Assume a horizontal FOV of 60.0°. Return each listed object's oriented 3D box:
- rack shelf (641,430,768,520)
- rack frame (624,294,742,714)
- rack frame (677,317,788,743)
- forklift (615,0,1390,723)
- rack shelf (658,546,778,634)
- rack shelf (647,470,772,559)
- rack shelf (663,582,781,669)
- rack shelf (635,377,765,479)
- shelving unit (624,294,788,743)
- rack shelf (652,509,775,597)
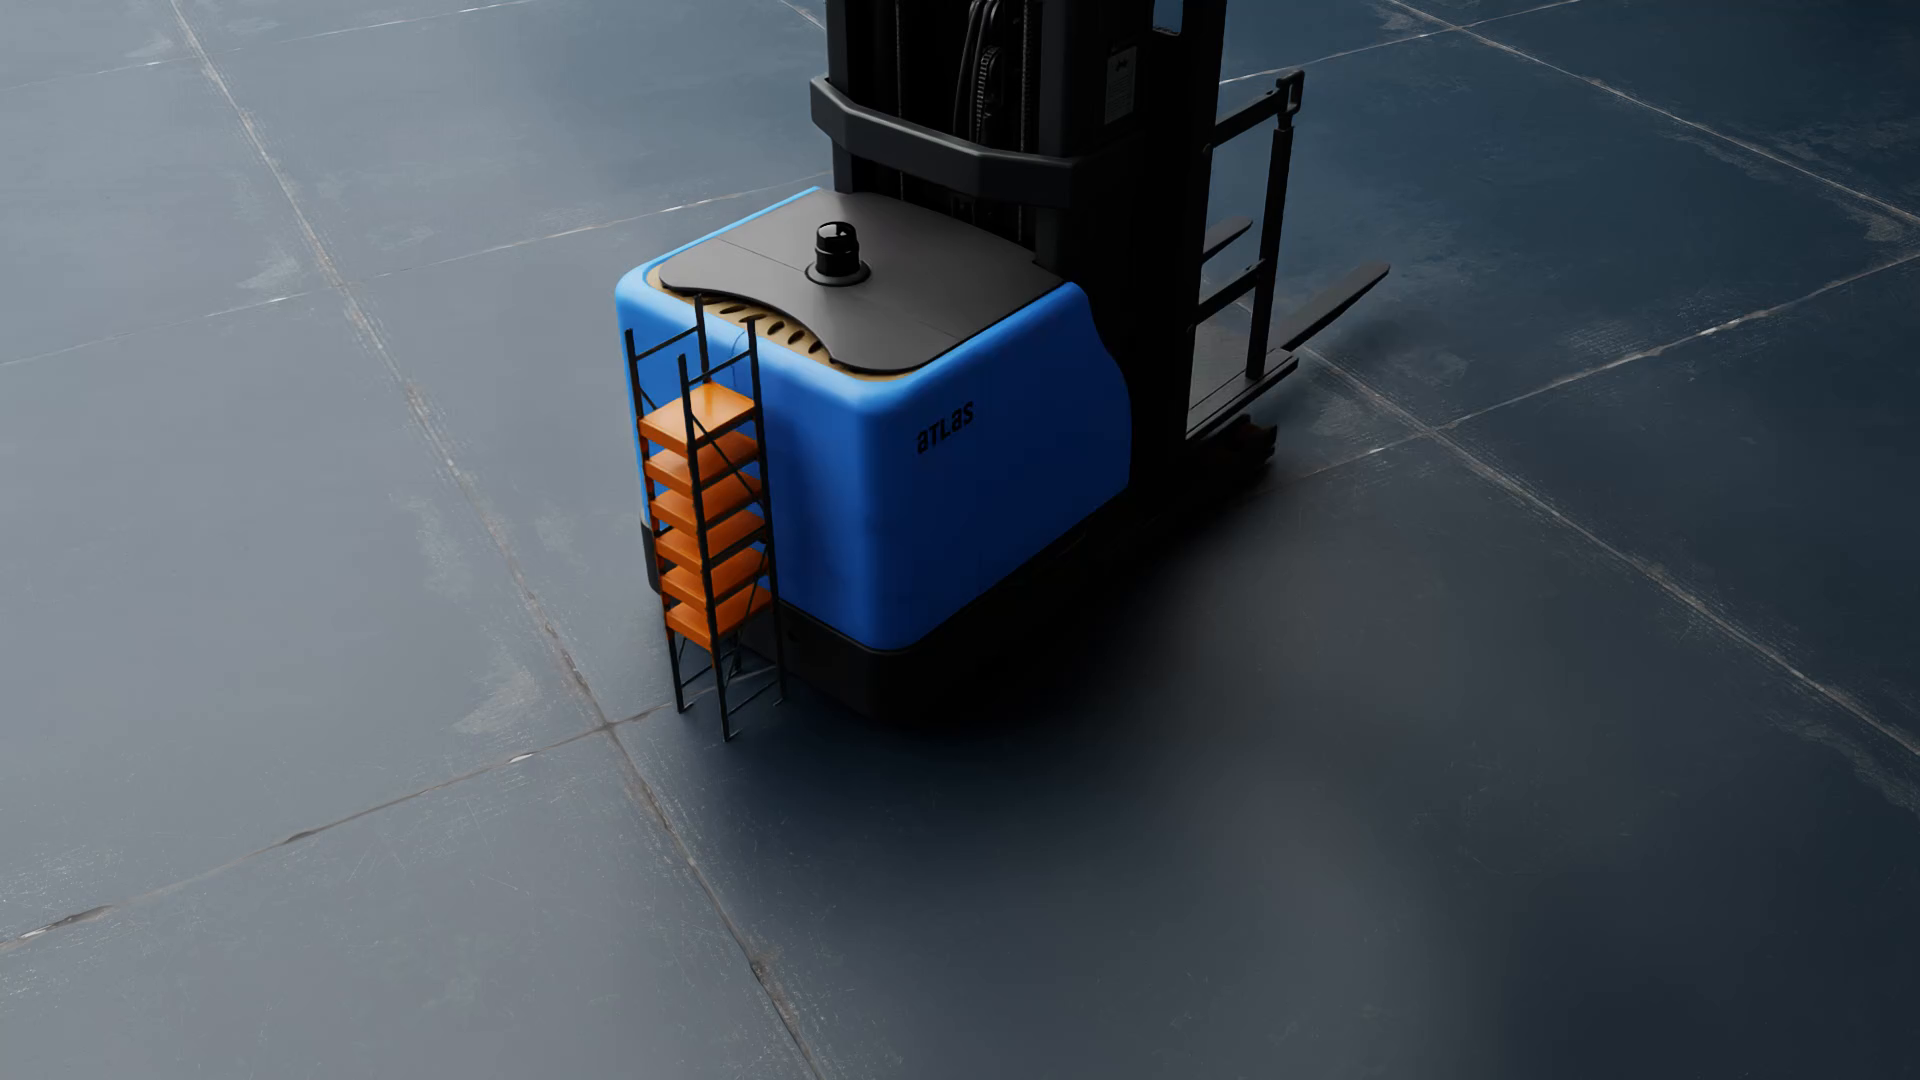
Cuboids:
[{"bbox_3d":[-0.634,-0.181,4.147,0.180,0.103,0.258,26,44,31],"label":"rack shelf"},{"bbox_3d":[-0.703,-0.058,4.311,0.006,1.200,0.240,26,44,31],"label":"rack frame"},{"bbox_3d":[-0.563,0.011,4.216,0.006,1.200,0.240,26,44,31],"label":"rack frame"},{"bbox_3d":[0.402,-1.491,4.807,1.130,2.935,3.031,26,44,31],"label":"forklift"},{"bbox_3d":[-0.632,0.109,4.361,0.180,0.103,0.258,26,44,31],"label":"rack shelf"},{"bbox_3d":[-0.633,-0.084,4.219,0.180,0.103,0.258,26,44,31],"label":"rack shelf"},{"bbox_3d":[-0.632,0.205,4.432,0.180,0.103,0.258,26,44,31],"label":"rack shelf"},{"bbox_3d":[-0.634,-0.278,4.076,0.180,0.103,0.258,26,44,31],"label":"rack shelf"},{"bbox_3d":[-0.633,-0.024,4.264,0.189,1.200,0.258,26,44,31],"label":"shelving unit"},{"bbox_3d":[-0.633,0.012,4.290,0.180,0.103,0.258,26,44,31],"label":"rack shelf"}]
